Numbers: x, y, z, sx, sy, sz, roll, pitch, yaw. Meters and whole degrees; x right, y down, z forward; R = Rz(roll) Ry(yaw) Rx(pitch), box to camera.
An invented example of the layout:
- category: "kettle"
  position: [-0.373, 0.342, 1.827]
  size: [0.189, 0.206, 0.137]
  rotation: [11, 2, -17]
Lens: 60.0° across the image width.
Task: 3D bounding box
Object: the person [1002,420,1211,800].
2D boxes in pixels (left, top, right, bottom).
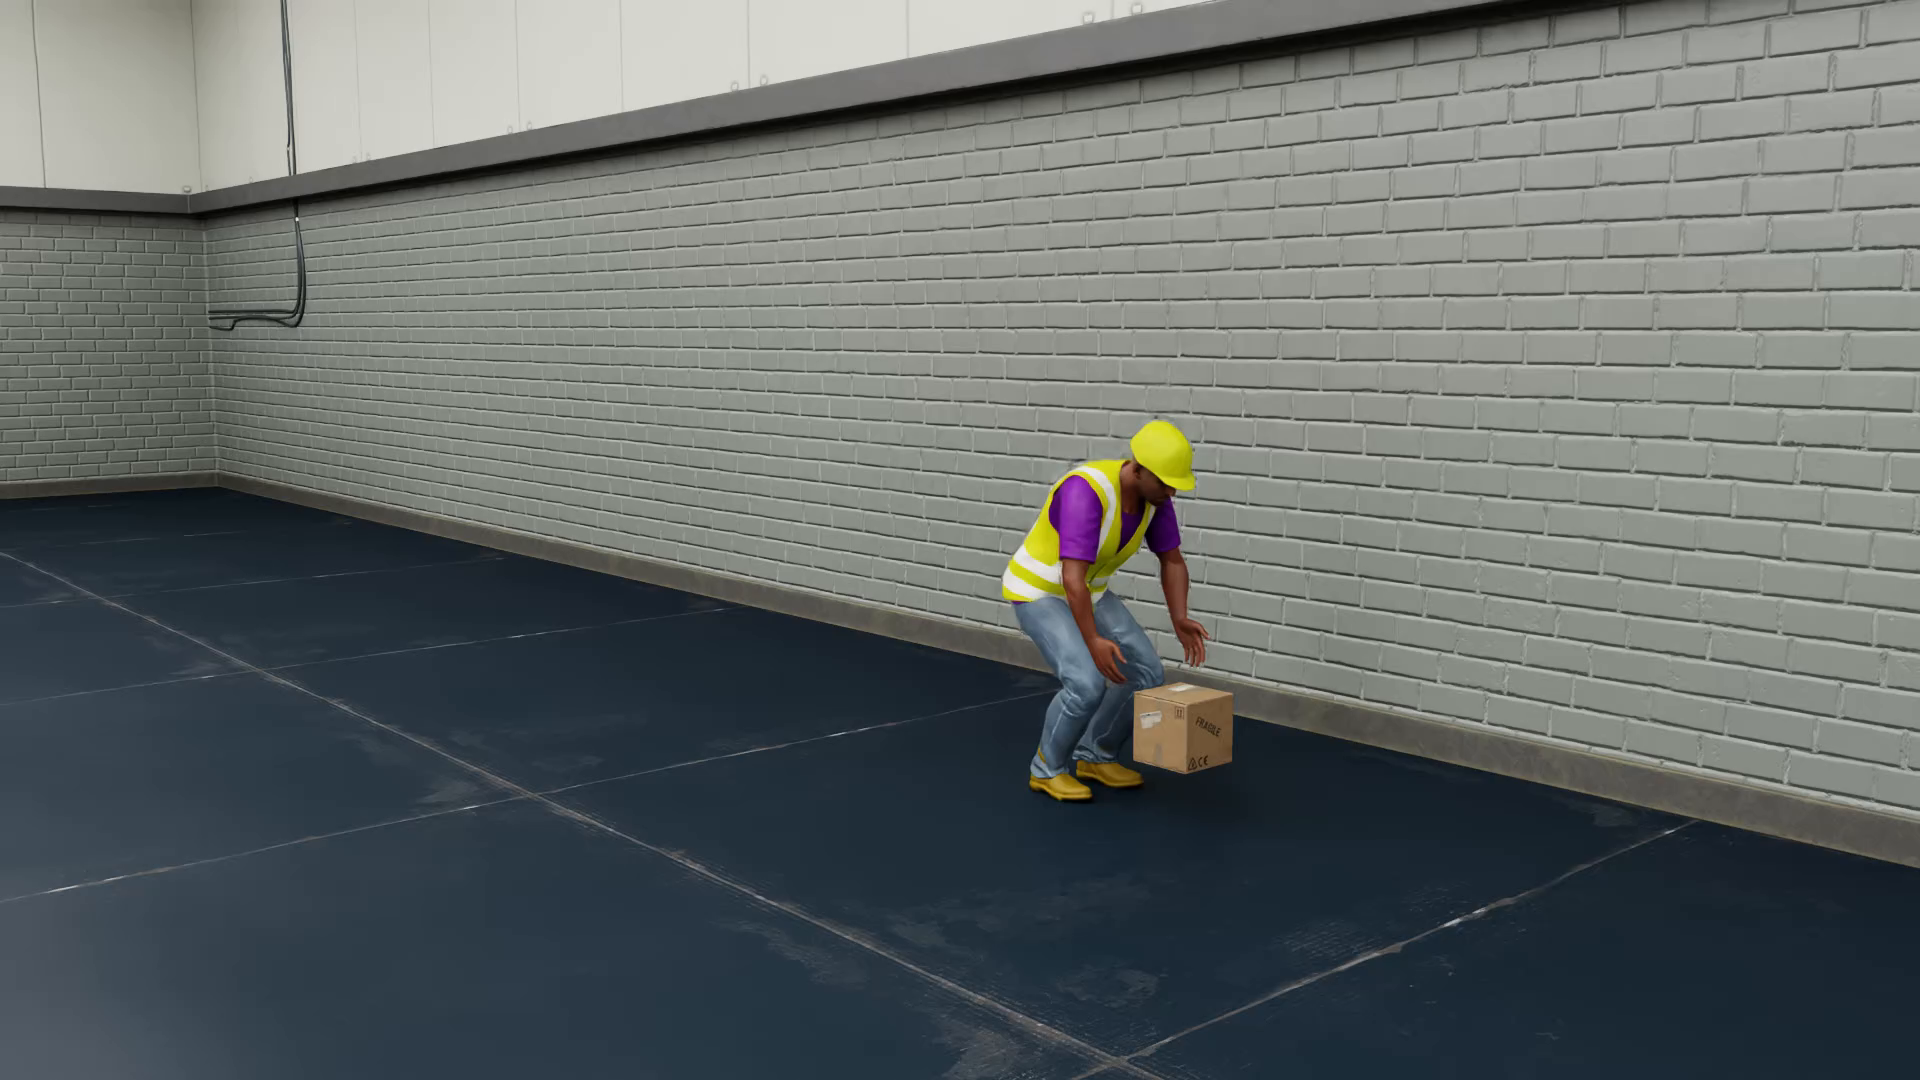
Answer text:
- category: "person"
  position: [0.543, 0.247, 6.187]
  size: [0.632, 1.405, 0.762]
  rotation: [-6, 10, -41]
